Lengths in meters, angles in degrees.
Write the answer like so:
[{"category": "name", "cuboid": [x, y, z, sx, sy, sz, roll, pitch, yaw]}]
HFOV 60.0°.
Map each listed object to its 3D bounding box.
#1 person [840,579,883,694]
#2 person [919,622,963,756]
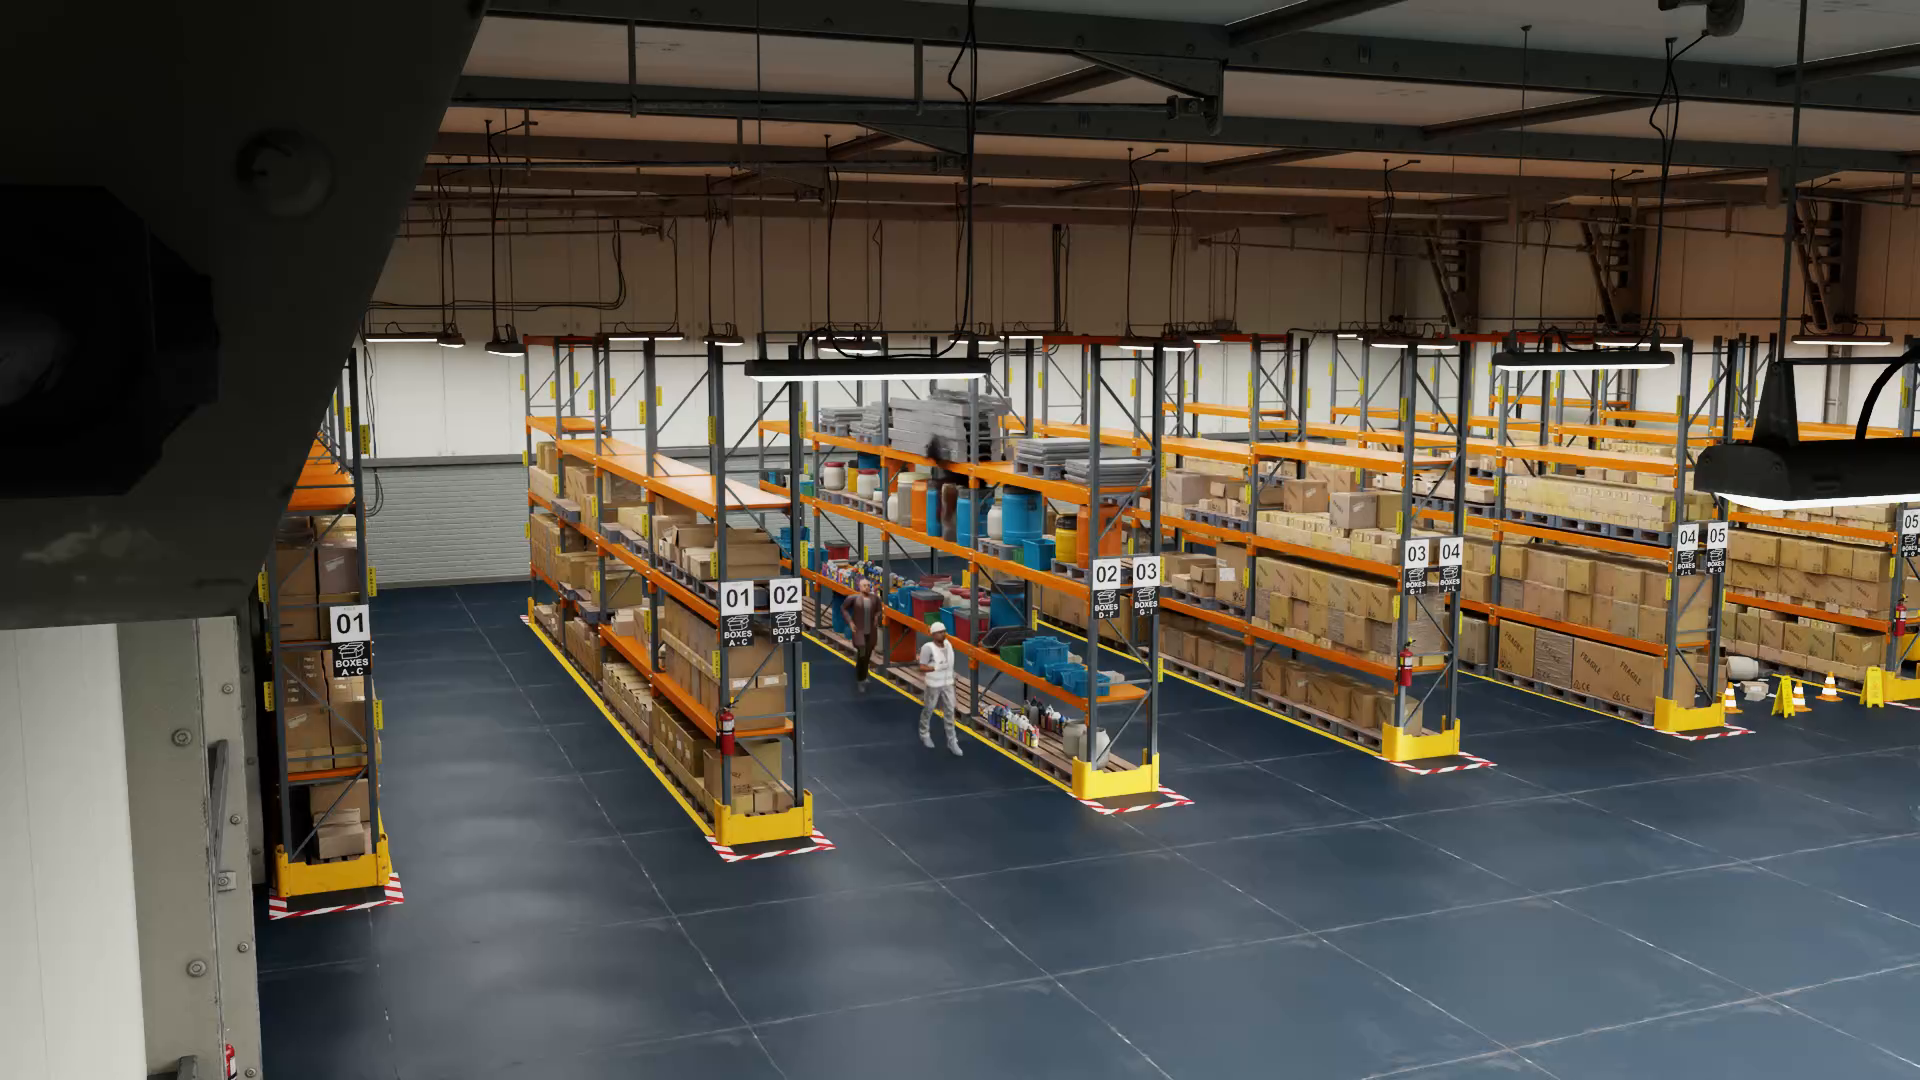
[{"category": "person", "cuboid": [-1.568, 1.580, 27.317, 0.687, 1.885, 0.680, -3, 8, -24]}, {"category": "person", "cuboid": [-0.294, 2.054, 23.224, 0.670, 1.836, 0.806, -5, 9, -35]}]
